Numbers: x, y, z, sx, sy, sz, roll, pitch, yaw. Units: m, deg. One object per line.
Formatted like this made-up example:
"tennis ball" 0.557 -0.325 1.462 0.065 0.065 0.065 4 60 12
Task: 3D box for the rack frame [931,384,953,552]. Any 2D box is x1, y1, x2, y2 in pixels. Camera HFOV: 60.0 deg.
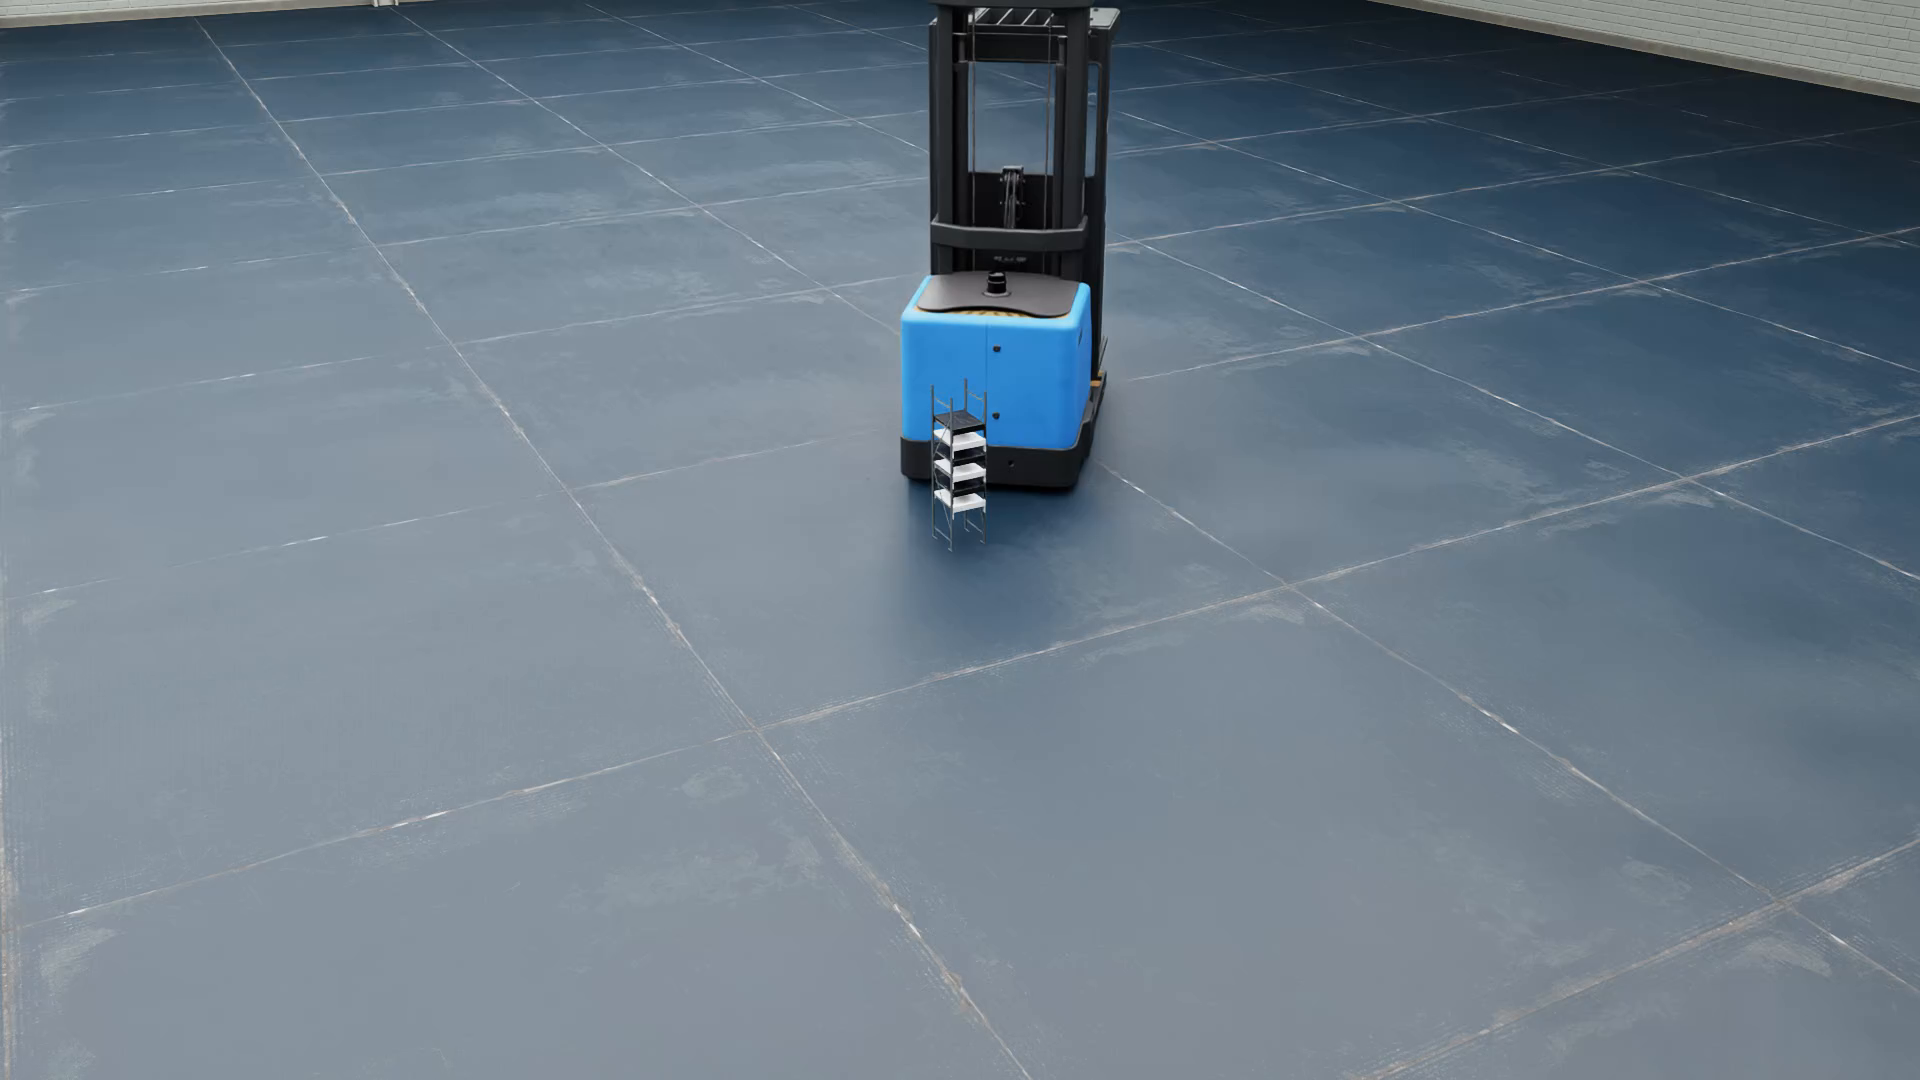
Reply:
"rack frame" -0.097 -0.383 9.009 0.006 0.900 0.240 -13 29 -25

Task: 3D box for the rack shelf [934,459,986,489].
"rack shelf" -0.007 -0.374 9.066 0.200 0.077 0.258 -13 29 -25

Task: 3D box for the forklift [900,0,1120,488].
"forklift" 0.396 -2.238 10.526 1.130 2.935 3.031 4 26 8

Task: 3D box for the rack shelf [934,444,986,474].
"rack shelf" -0.007 -0.455 9.027 0.200 0.077 0.258 -13 29 -25

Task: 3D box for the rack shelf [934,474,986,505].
"rack shelf" -0.007 -0.293 9.105 0.200 0.077 0.258 -13 29 -25

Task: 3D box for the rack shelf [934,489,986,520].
"rack shelf" -0.007 -0.212 9.144 0.200 0.077 0.258 -13 29 -25

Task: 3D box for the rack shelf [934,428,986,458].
"rack shelf" -0.007 -0.536 8.988 0.200 0.077 0.258 -13 29 -25

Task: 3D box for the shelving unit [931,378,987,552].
"shelving unit" -0.007 -0.404 9.052 0.210 0.900 0.258 -13 29 -25

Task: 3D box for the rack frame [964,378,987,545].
"rack frame" 0.083 -0.425 9.095 0.006 0.900 0.240 -13 29 -25

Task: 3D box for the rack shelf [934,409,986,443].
"rack shelf" -0.007 -0.617 8.949 0.200 0.077 0.258 -13 29 -25

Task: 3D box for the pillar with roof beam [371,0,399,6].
"pillar with roof beam" -7.691 -11.459 22.720 0.400 9.000 9.100 -13 29 -25
